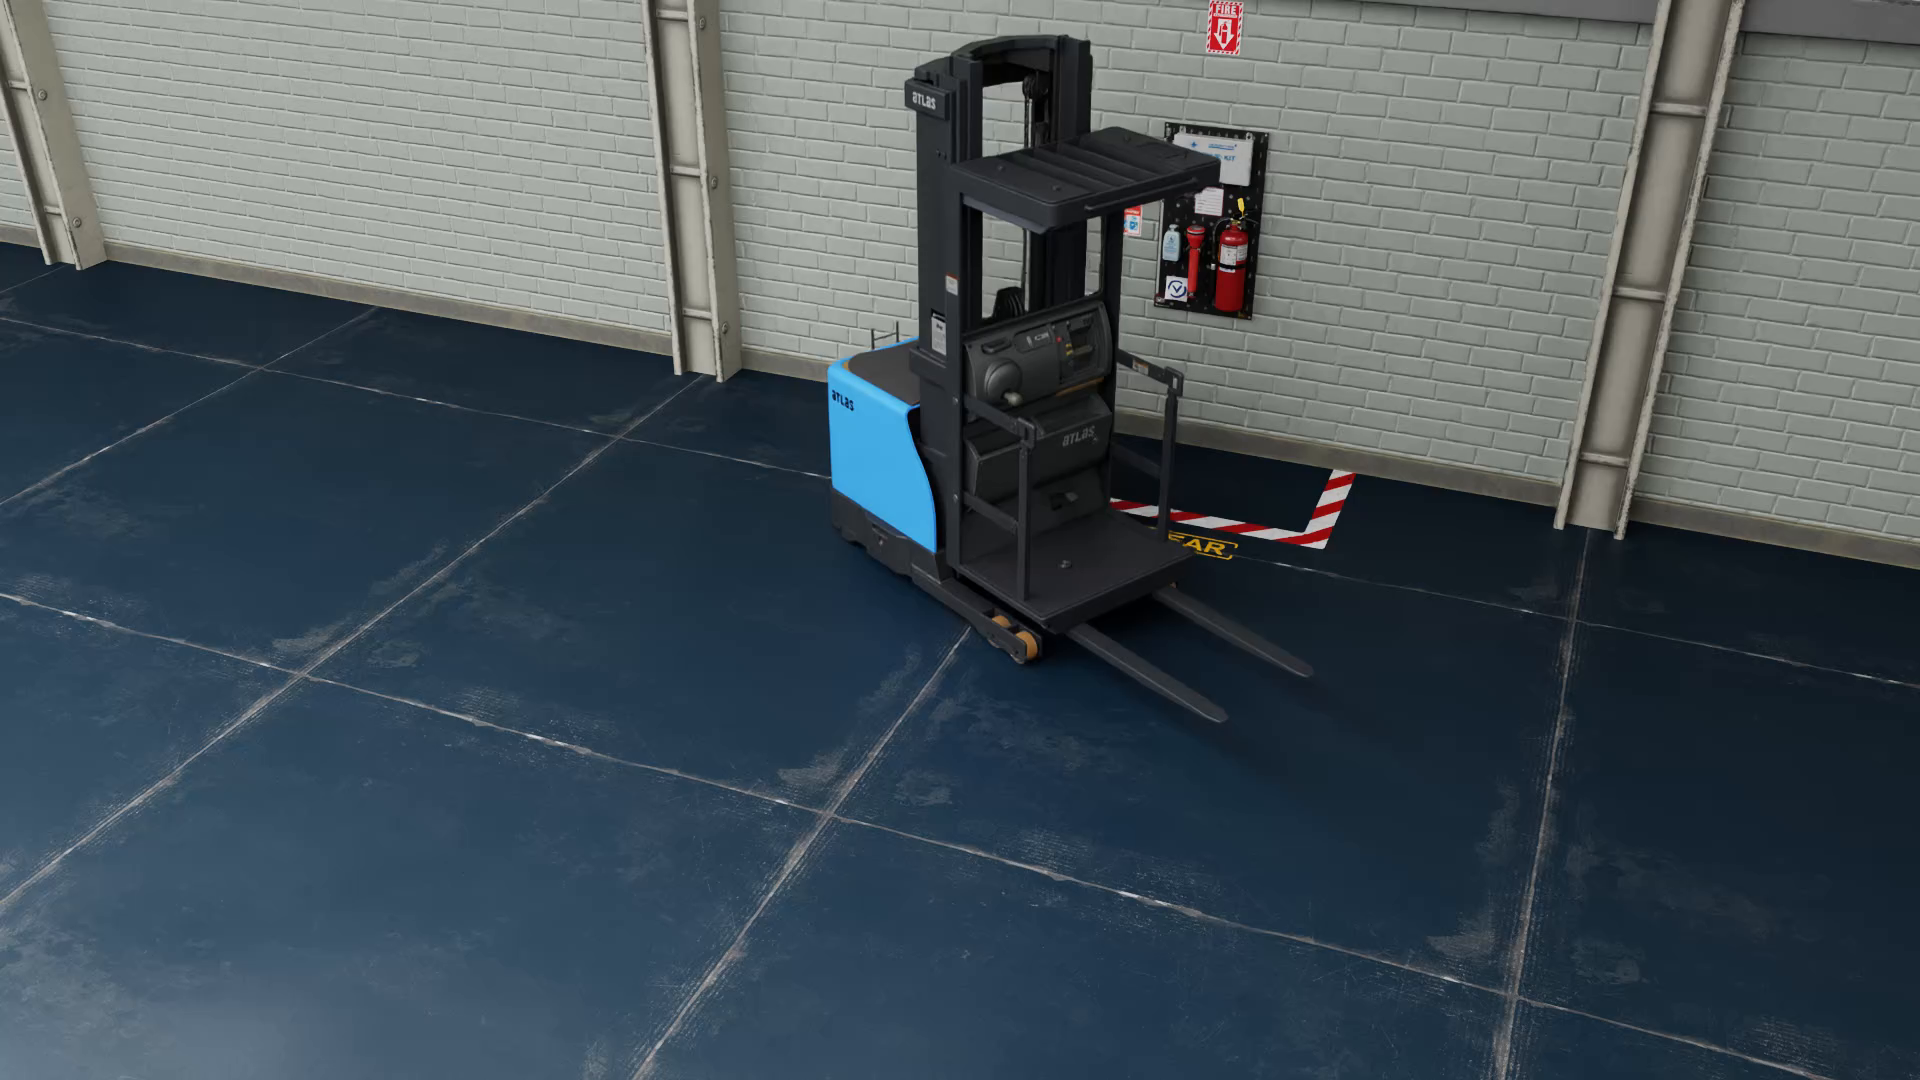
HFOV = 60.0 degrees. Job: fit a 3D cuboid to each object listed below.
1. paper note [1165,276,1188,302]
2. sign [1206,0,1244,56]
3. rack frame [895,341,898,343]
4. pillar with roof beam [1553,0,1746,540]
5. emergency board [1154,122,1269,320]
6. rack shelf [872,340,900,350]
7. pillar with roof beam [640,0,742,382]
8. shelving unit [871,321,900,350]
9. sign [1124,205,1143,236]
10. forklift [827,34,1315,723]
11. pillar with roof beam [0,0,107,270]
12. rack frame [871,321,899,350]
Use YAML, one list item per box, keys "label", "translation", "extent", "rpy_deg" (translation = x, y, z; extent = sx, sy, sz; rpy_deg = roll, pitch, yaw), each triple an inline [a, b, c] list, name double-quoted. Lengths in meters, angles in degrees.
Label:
- label: "paper note"
  translation: [1.351, -1.567, 10.369]
  extent: [0.142, 0.148, 0.016]
  rpy_deg: [11, 31, 19]
- label: "sign"
  translation: [1.520, -2.942, 9.551]
  extent: [0.199, 0.298, 0.001]
  rpy_deg: [11, 31, 19]
- label: "rack frame"
  translation: [-0.295, -0.724, 9.965]
  extent: [0.200, 1.050, 0.008]
  rpy_deg: [-21, 36, -33]
- label: "pillar with roof beam"
  translation: [2.147, -2.060, 4.250]
  extent: [0.400, 9.000, 9.100]
  rpy_deg: [11, 31, 19]
- label: "emergency board"
  translation: [1.490, -1.886, 10.039]
  extent: [0.643, 1.169, 0.194]
  rpy_deg: [11, 31, 19]
- label: "rack shelf"
  translation: [-0.370, -1.009, 9.914]
  extent: [0.215, 0.259, 0.240]
  rpy_deg: [-21, 36, -33]
- label: "pillar with roof beam"
  translation: [-3.413, -3.170, 6.214]
  extent: [0.400, 9.000, 9.100]
  rpy_deg: [11, 31, 19]
- label: "shelving unit"
  translation: [-0.370, -0.771, 10.048]
  extent: [0.215, 1.050, 0.252]
  rpy_deg: [-21, 36, -33]
- label: "sign"
  translation: [1.016, -2.051, 10.294]
  extent: [0.234, 0.329, 0.001]
  rpy_deg: [11, 31, 19]
- label: "forklift"
  translation: [0.544, -0.913, 8.386]
  extent: [1.130, 2.935, 3.031]
  rpy_deg: [-21, 36, -33]
- label: "pillar with roof beam"
  translation: [-8.973, -4.281, 8.178]
  extent: [0.400, 9.000, 9.100]
  rpy_deg: [11, 31, 19]
- label: "rack frame"
  translation: [-0.446, -0.819, 10.131]
  extent: [0.200, 1.050, 0.008]
  rpy_deg: [-21, 36, -33]
